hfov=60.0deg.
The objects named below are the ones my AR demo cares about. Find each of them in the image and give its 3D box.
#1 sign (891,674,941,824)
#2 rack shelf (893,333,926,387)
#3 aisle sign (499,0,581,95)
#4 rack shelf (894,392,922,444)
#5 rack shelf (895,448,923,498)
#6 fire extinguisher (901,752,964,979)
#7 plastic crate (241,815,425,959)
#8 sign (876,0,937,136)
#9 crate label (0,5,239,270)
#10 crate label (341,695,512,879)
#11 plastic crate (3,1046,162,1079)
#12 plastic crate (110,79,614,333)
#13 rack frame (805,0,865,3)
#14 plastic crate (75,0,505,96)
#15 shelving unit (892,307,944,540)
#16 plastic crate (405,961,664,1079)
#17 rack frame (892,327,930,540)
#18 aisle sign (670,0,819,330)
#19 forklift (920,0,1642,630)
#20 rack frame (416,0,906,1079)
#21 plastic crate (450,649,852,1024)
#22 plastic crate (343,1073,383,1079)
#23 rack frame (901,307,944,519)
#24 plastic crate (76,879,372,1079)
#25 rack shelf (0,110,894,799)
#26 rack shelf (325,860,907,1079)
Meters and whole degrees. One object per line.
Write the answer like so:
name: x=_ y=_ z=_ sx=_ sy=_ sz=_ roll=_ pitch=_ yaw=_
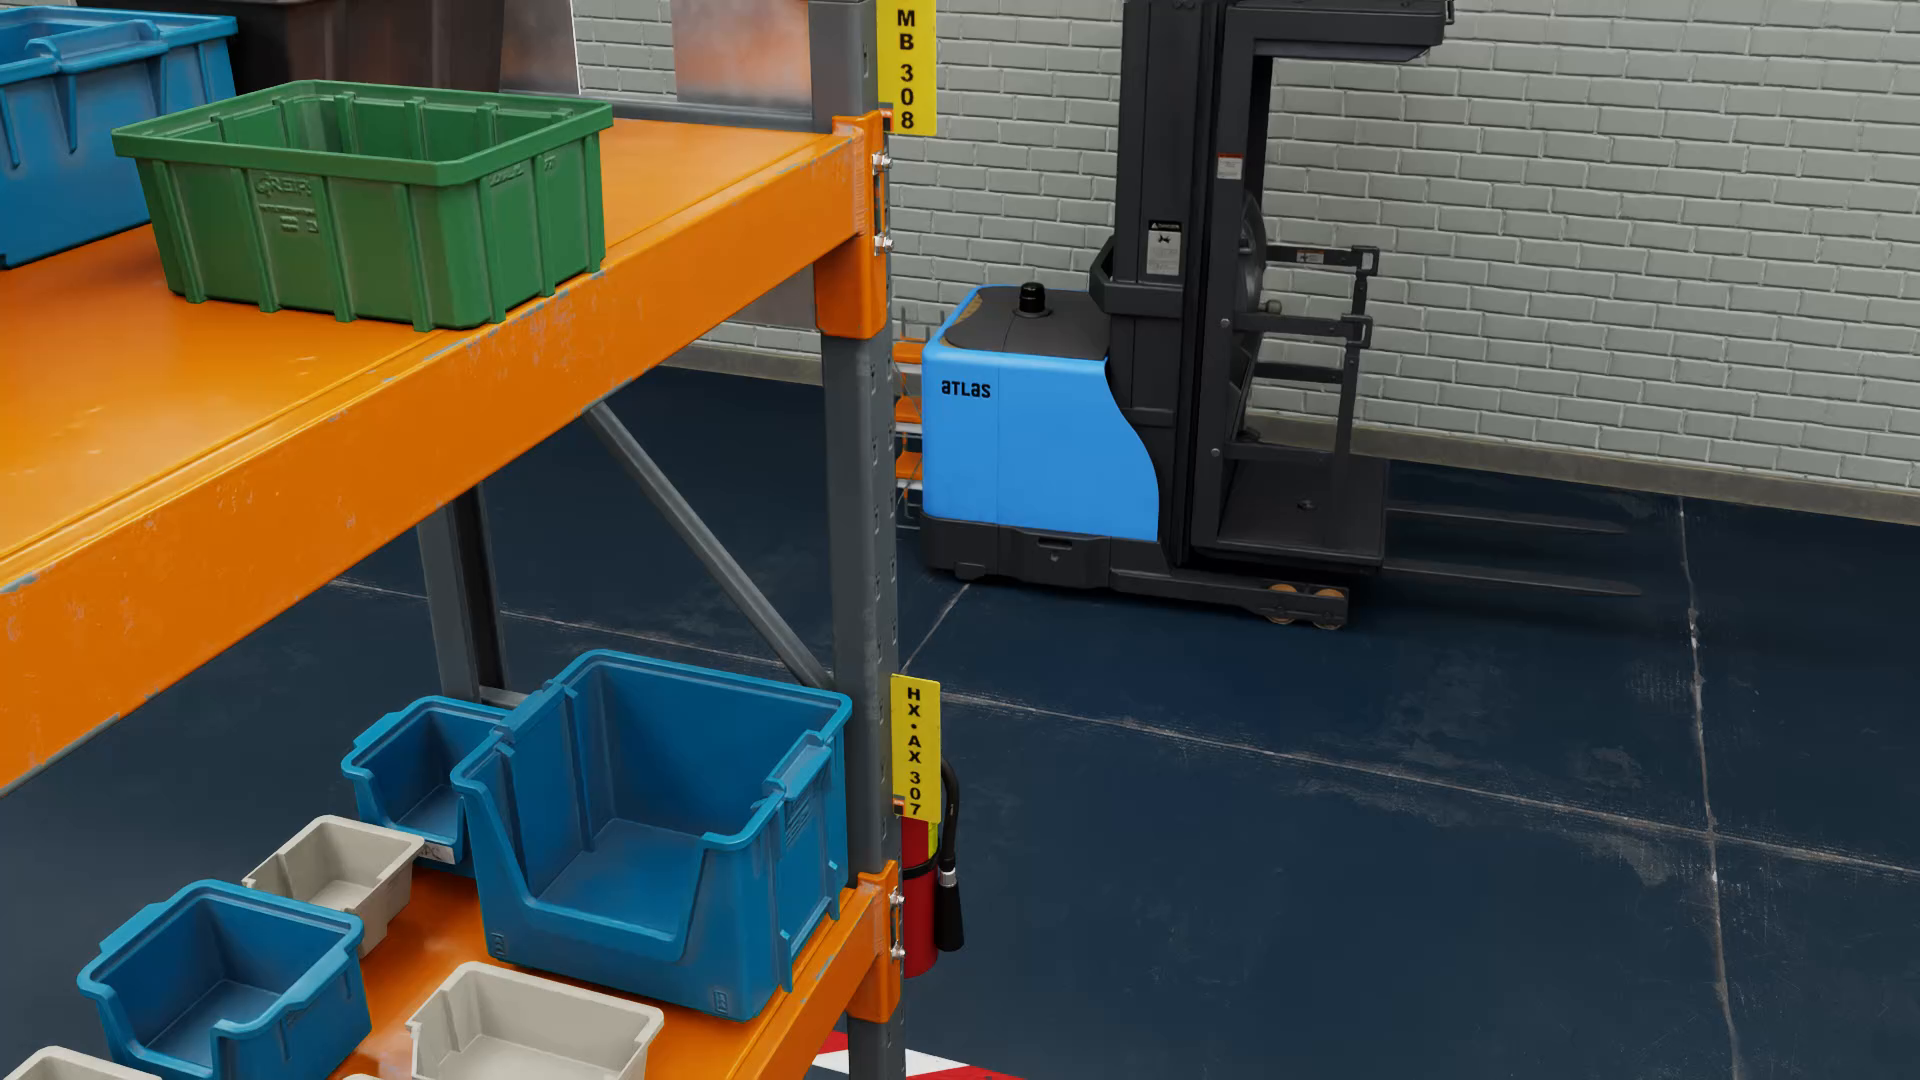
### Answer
sign: x=-0.086 y=0.413 z=3.268 sx=0.100 sy=0.325 sz=0.005 roll=9 pitch=27 yaw=17
rack shelf: x=-0.198 y=-0.763 z=7.495 sx=0.215 sy=0.259 sz=0.240 roll=6 pitch=27 yaw=13
aisle sign: x=-0.867 y=-0.830 z=3.038 sx=0.394 sy=0.787 sz=0.004 roll=9 pitch=27 yaw=17
rack shelf: x=-0.198 y=-0.508 z=7.618 sx=0.215 sy=0.259 sz=0.240 roll=6 pitch=27 yaw=13
rack shelf: x=-0.198 y=-0.258 z=7.740 sx=0.215 sy=0.259 sz=0.240 roll=6 pitch=27 yaw=13
fire extinguisher: x=-0.132 y=0.620 z=3.545 sx=0.296 sy=0.674 sz=0.183 roll=9 pitch=27 yaw=17
plastic crate: x=-1.188 y=0.678 z=3.141 sx=0.250 sy=0.136 sz=0.298 roll=9 pitch=27 yaw=17
sign: x=-0.086 y=-0.817 z=2.673 sx=0.100 sy=0.325 sz=0.005 roll=9 pitch=27 yaw=17
crate label: x=-1.222 y=-0.538 z=2.147 sx=0.408 sy=0.251 sz=0.502 roll=9 pitch=27 yaw=17
crate label: x=-1.003 y=0.515 z=3.367 sx=0.416 sy=0.233 sz=0.303 roll=9 pitch=27 yaw=17
plastic crate: x=-1.414 y=0.957 z=2.565 sx=0.250 sy=0.136 sz=0.298 roll=9 pitch=27 yaw=17
plastic crate: x=-0.669 y=-0.395 z=1.925 sx=0.450 sy=0.188 sz=0.336 roll=9 pitch=27 yaw=17
rack frame: x=-0.610 y=-2.287 z=2.148 sx=1.000 sy=3.000 sz=0.127 roll=9 pitch=27 yaw=17
plastic crate: x=-1.001 y=-0.760 z=2.586 sx=0.497 sy=0.269 sz=0.590 roll=9 pitch=27 yaw=17
shelving unit: x=-0.198 y=-0.518 z=7.614 sx=0.215 sy=1.050 sz=0.252 roll=6 pitch=27 yaw=13
plastic crate: x=-0.711 y=0.866 z=2.753 sx=0.396 sy=0.136 sz=0.243 roll=9 pitch=27 yaw=17
rack frame: x=-0.228 y=-0.466 z=7.507 sx=0.200 sy=1.050 sz=0.008 roll=6 pitch=27 yaw=13
aisle sign: x=-0.310 y=-0.744 z=2.862 sx=0.394 sy=0.787 sz=0.004 roll=9 pitch=27 yaw=17
forklift: x=1.397 y=-1.200 z=6.865 sx=3.031 sy=2.935 sz=1.130 roll=6 pitch=27 yaw=13
rack frame: x=-0.610 y=0.413 z=3.455 sx=1.000 sy=3.000 sz=0.127 roll=9 pitch=27 yaw=17
plastic crate: x=-0.546 y=0.535 z=3.094 sx=0.616 sy=0.435 sz=0.499 roll=9 pitch=27 yaw=17
plastic crate: x=-0.821 y=0.983 z=2.511 sx=0.396 sy=0.136 sz=0.243 roll=9 pitch=27 yaw=17
rack frame: x=-0.168 y=-0.569 z=7.720 sx=0.200 sy=1.050 sz=0.008 roll=6 pitch=27 yaw=13
plastic crate: x=-1.222 y=0.786 z=2.809 sx=0.416 sy=0.233 sz=0.300 roll=9 pitch=27 yaw=17
rack shelf: x=-1.276 y=0.209 z=1.261 sx=1.077 sy=0.370 sz=4.000 roll=9 pitch=27 yaw=17
rack shelf: x=-1.276 y=1.559 z=1.914 sx=1.077 sy=0.370 sz=4.000 roll=9 pitch=27 yaw=17
